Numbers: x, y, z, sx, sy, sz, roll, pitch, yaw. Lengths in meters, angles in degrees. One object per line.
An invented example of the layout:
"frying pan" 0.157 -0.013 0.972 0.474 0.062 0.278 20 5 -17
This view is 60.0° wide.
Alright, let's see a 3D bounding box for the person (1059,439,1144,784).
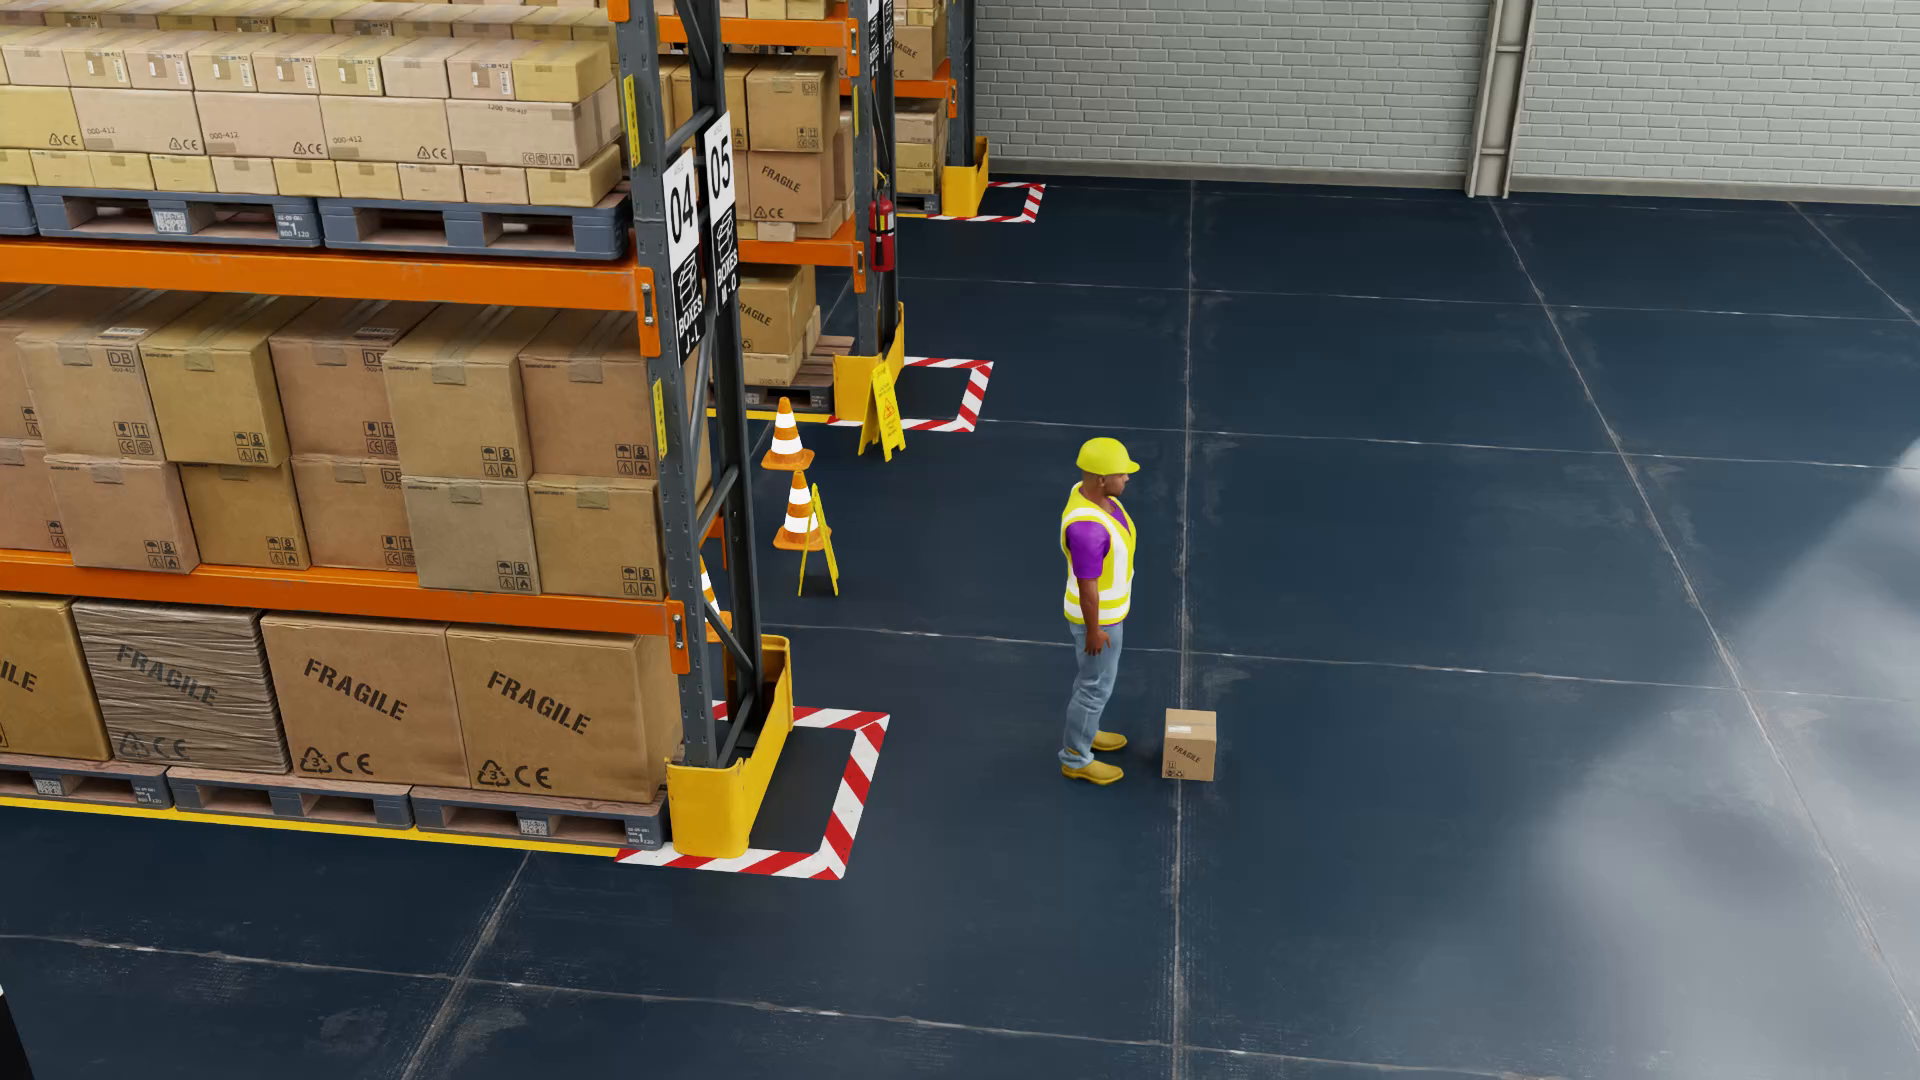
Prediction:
"person" 0.663 0.320 8.010 0.374 1.758 0.569 4 28 7
